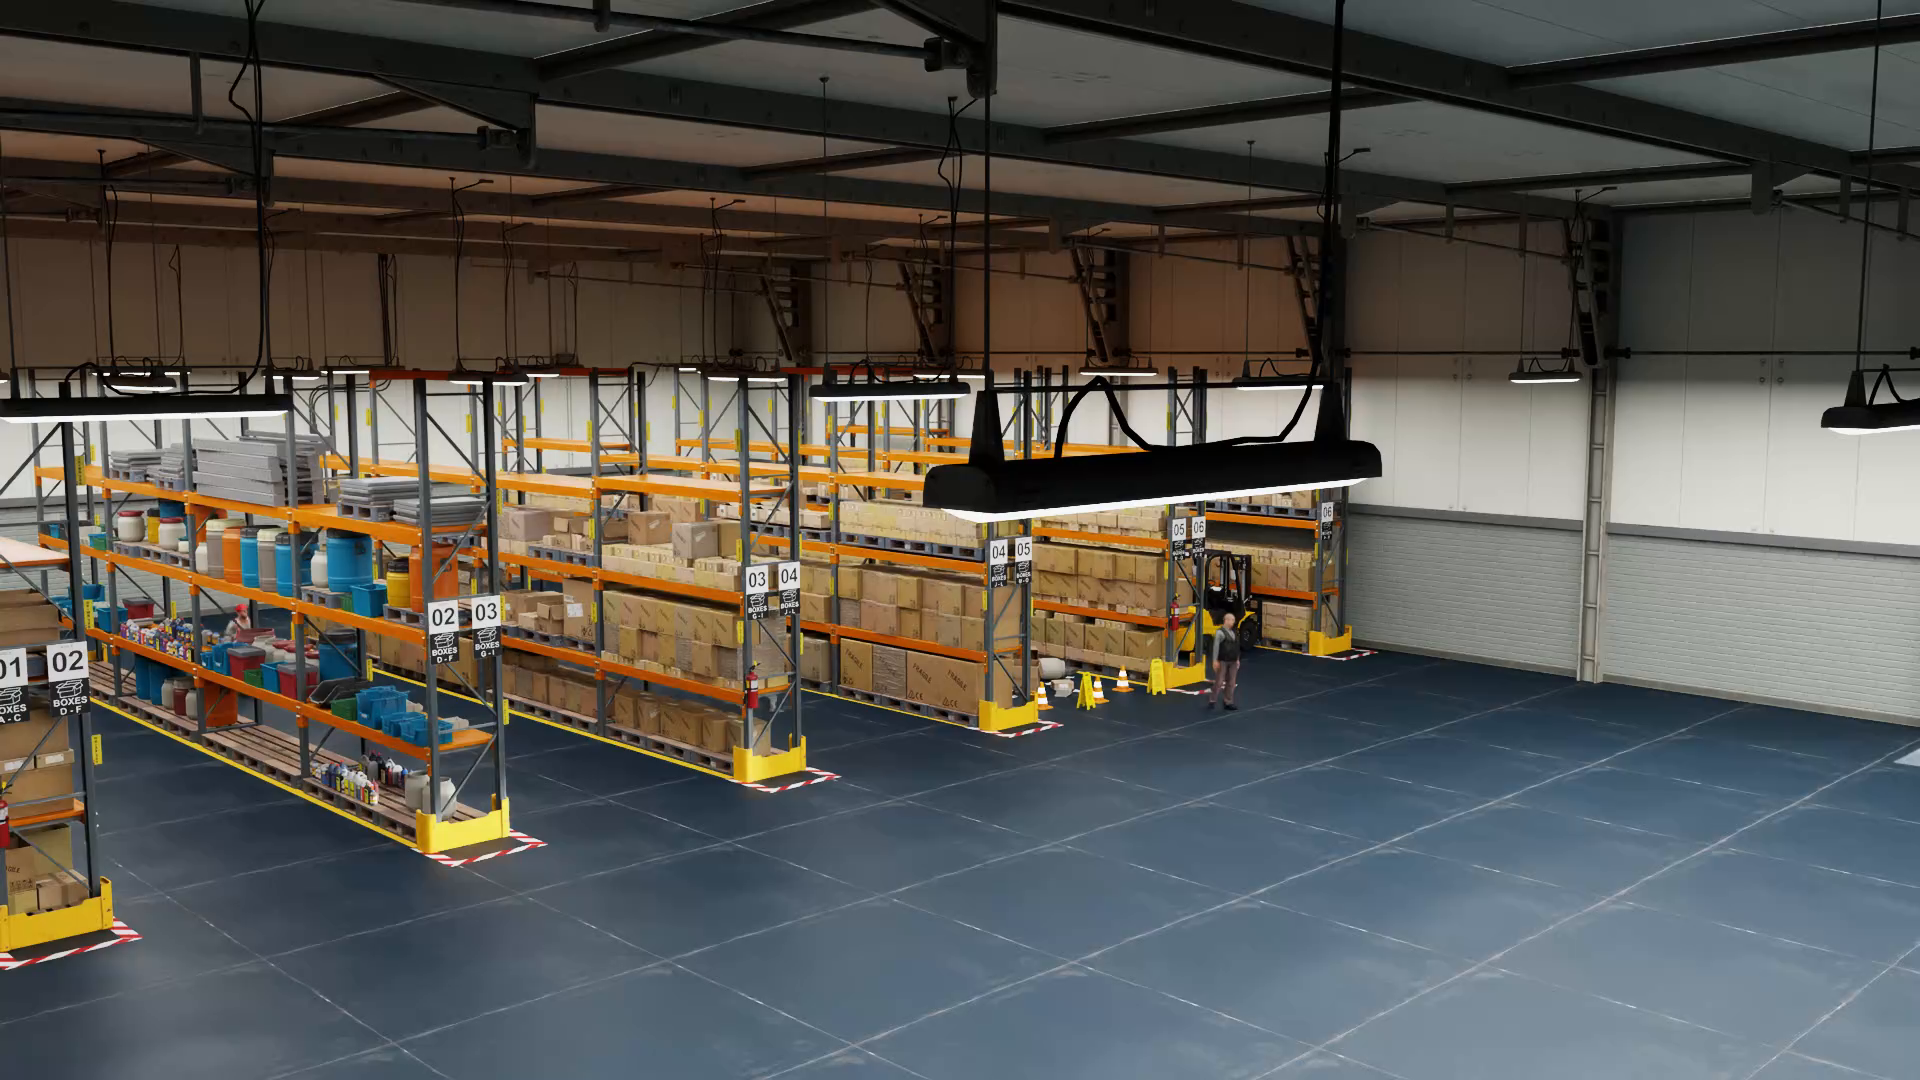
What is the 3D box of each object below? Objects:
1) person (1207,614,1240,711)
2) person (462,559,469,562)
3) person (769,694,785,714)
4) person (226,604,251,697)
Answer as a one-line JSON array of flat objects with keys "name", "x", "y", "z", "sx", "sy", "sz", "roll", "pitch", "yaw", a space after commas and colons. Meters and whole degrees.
[{"name": "person", "x": 4.678, "y": 2.160, "z": 29.455, "sx": 0.615, "sy": 1.727, "sz": 0.485, "roll": -5, "pitch": 8, "yaw": -39}, {"name": "person", "x": -11.122, "y": 1.281, "z": 37.451, "sx": 0.700, "sy": 1.682, "sz": 0.555, "roll": 5, "pitch": 8, "yaw": 38}, {"name": "person", "x": -3.486, "y": 2.231, "z": 29.189, "sx": 0.846, "sy": 1.649, "sz": 0.598, "roll": 2, "pitch": 7, "yaw": 17}, {"name": "person", "x": -13.196, "y": 2.020, "z": 30.633, "sx": 0.645, "sy": 1.726, "sz": 0.659, "roll": 5, "pitch": 8, "yaw": 37}]
